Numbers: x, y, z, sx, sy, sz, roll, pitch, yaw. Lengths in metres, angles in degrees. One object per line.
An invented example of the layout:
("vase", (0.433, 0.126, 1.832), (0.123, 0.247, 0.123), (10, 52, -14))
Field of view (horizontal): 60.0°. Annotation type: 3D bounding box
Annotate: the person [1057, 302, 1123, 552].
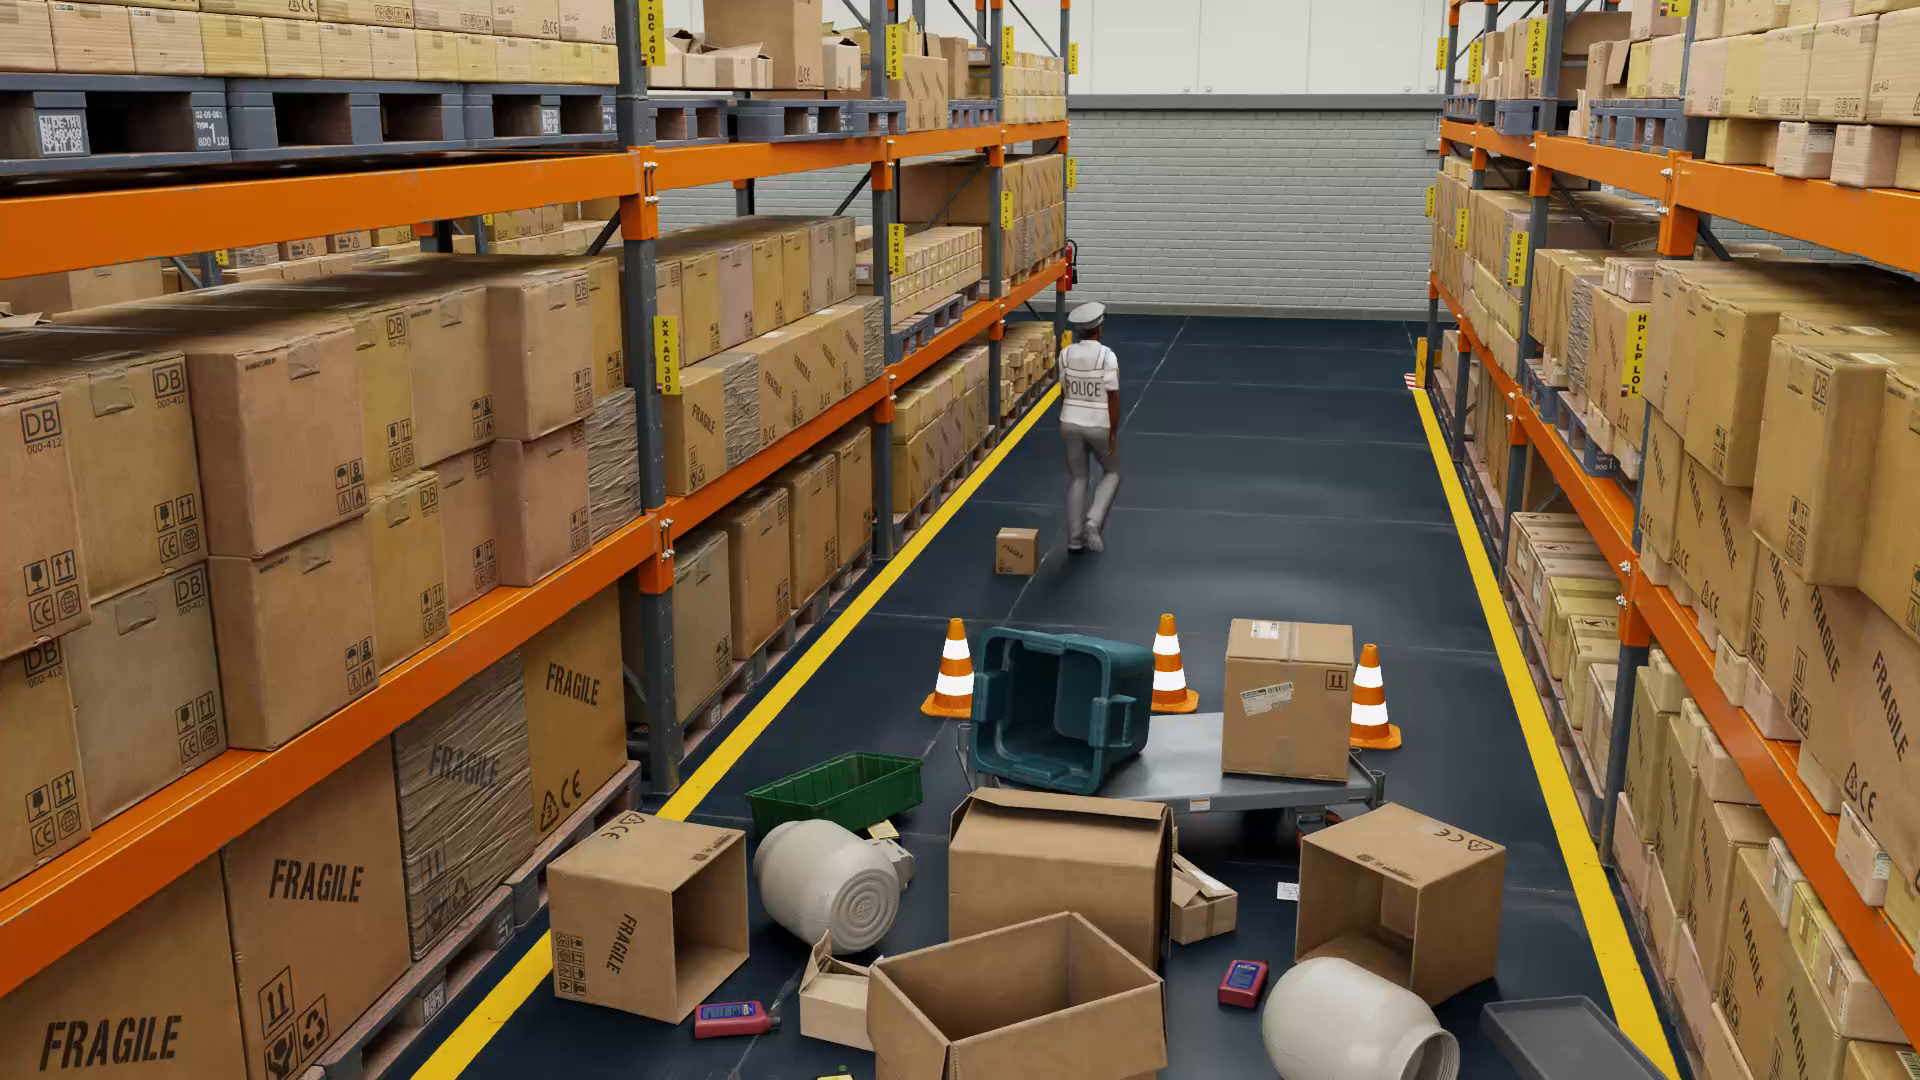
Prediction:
("person", (0.887, -0.759, 11.272), (0.453, 1.698, 0.437), (6, 16, 23))
